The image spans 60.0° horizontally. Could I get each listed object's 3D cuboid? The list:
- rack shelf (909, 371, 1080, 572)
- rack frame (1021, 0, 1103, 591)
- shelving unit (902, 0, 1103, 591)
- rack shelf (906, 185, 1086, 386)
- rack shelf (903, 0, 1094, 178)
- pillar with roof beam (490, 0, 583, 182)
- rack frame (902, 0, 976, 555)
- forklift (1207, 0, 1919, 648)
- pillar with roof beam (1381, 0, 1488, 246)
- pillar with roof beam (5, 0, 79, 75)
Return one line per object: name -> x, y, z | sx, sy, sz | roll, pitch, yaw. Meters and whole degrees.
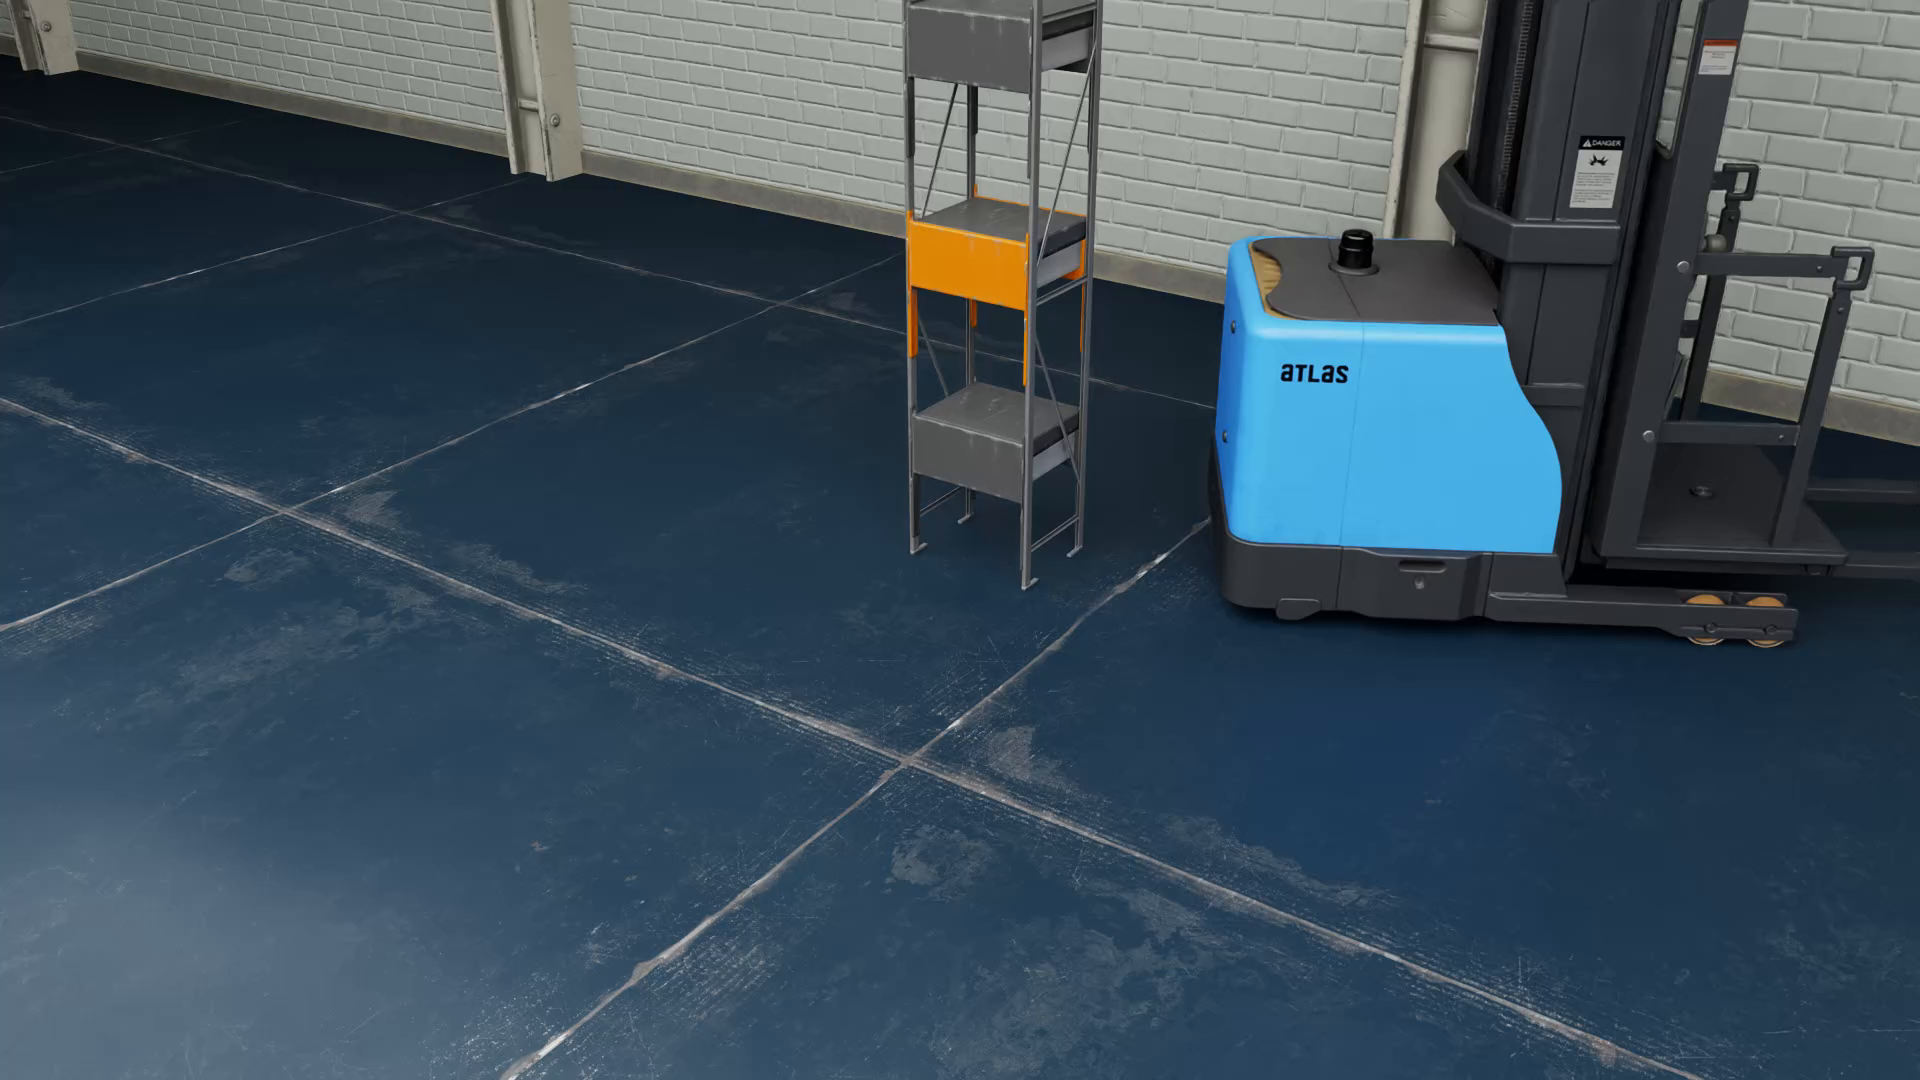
rack shelf -> 0.136, -0.257, 6.014 | 0.480, 0.518, 0.431 | 17, 32, 30
rack frame -> 0.338, -0.831, 5.567 | 0.015, 2.100, 0.400 | 17, 32, 30
shelving unit -> 0.136, -0.893, 5.690 | 0.503, 2.100, 0.431 | 17, 32, 30
rack shelf -> 0.136, -0.881, 5.696 | 0.480, 0.518, 0.431 | 17, 32, 30
rack shelf -> 0.136, -1.505, 5.379 | 0.480, 0.518, 0.431 | 17, 32, 30
pillar with roof beam -> -5.172, -4.844, 5.847 | 0.400, 9.000, 9.100 | 17, 32, 30
rack frame -> -0.065, -0.956, 5.813 | 0.015, 2.100, 0.400 | 17, 32, 30
forklift -> 2.443, -1.199, 5.374 | 3.031, 2.935, 1.130 | 2, 27, 4
pillar with roof beam -> -0.226, -3.304, 2.820 | 0.400, 9.000, 9.100 | 17, 32, 30
pillar with roof beam -> -10.118, -6.385, 8.875 | 0.400, 9.000, 9.100 | 17, 32, 30
